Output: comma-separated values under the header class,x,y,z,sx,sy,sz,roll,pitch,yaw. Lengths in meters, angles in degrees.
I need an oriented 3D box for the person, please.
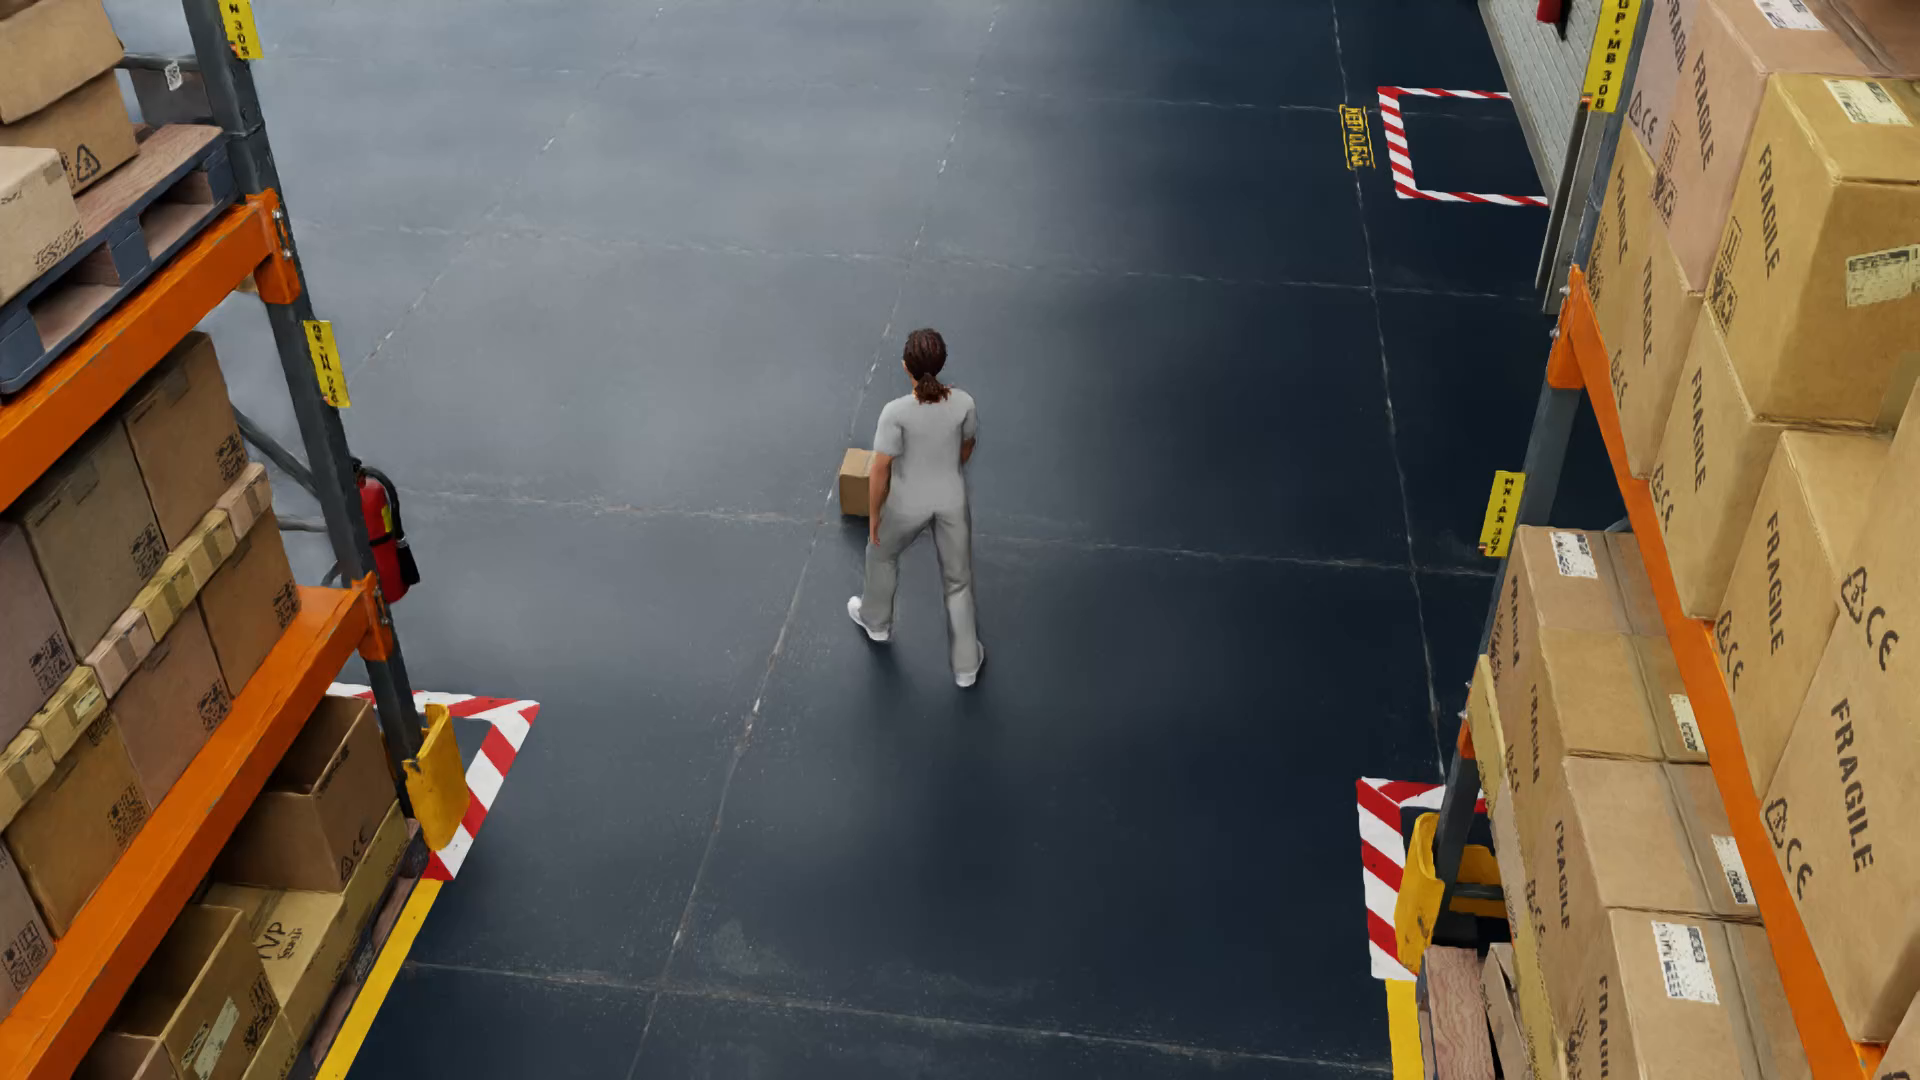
class,x,y,z,sx,sy,sz,roll,pitch,yaw
person,-0.187,-0.171,7.283,0.559,1.640,0.721,-9,37,-12
